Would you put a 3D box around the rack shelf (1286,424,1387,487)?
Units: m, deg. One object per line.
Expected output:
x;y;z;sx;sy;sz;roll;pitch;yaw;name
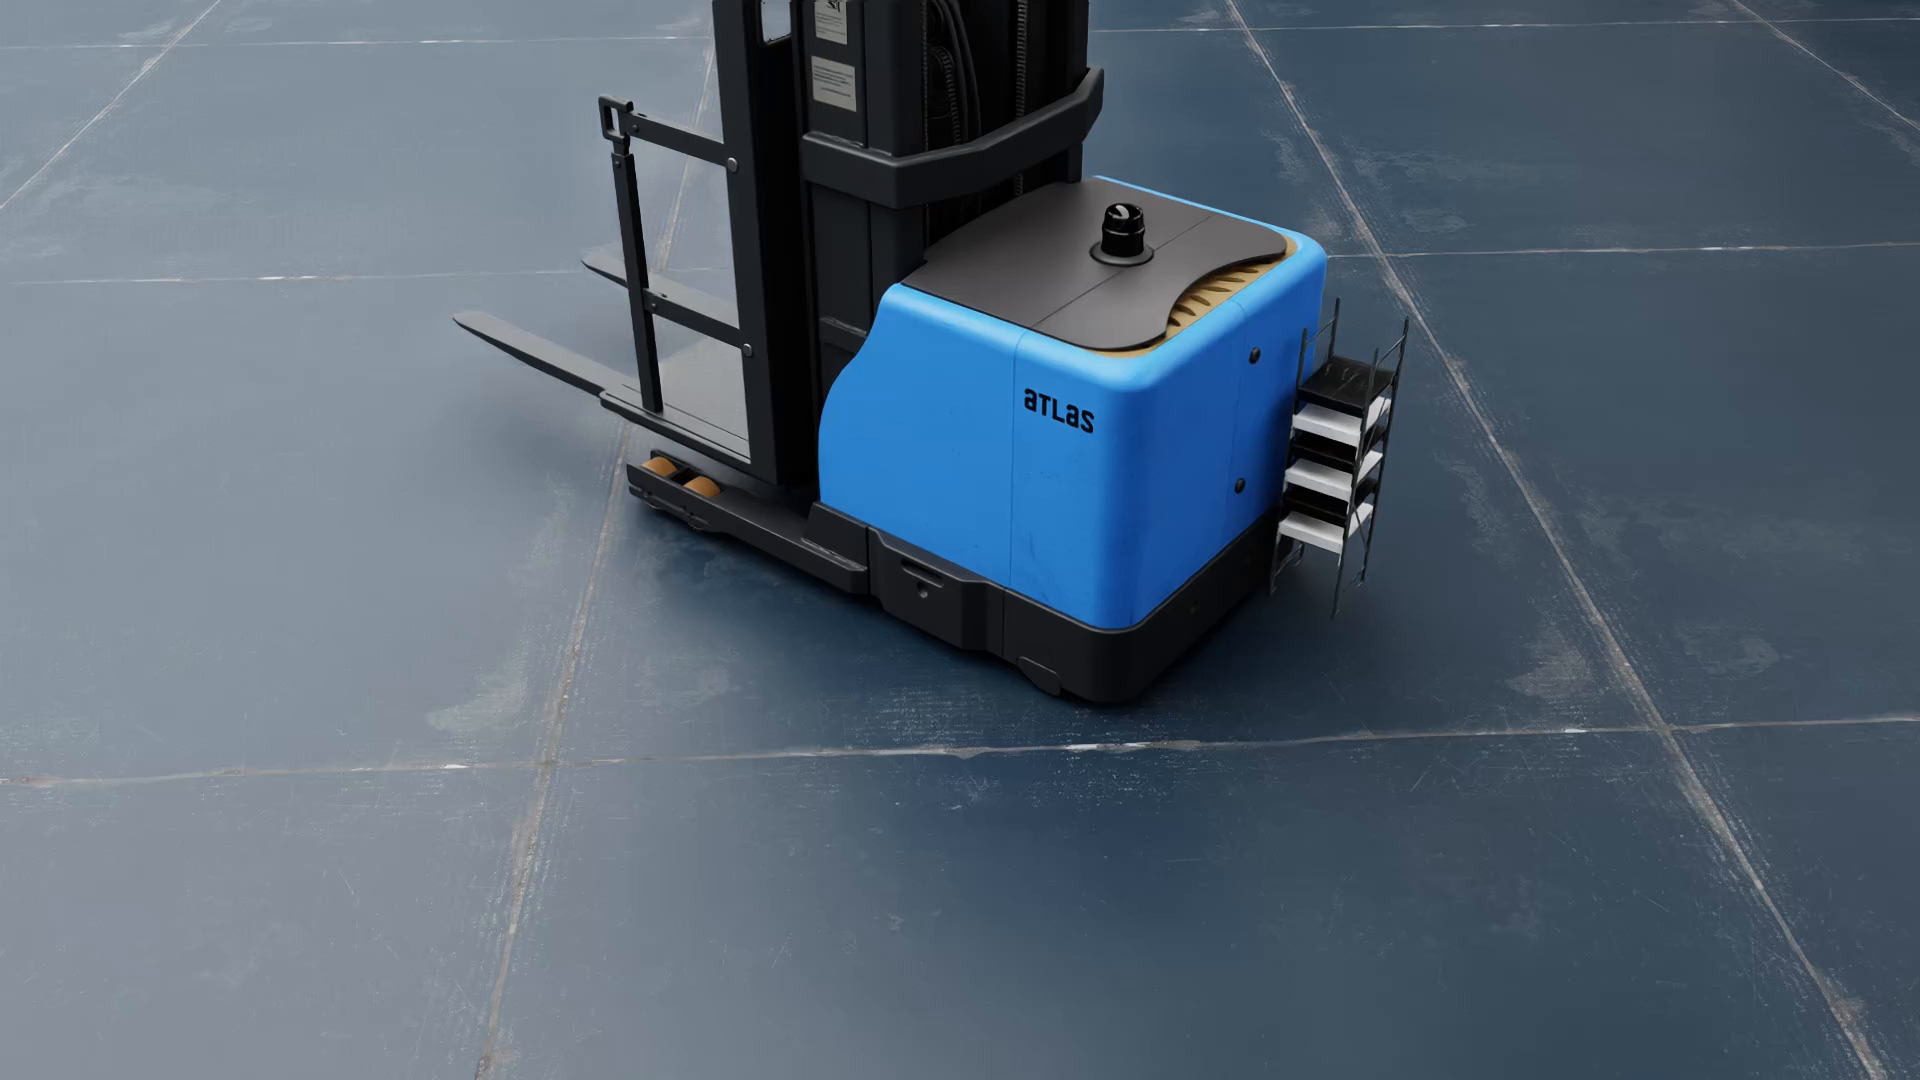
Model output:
1.080;-0.269;4.747;0.200;0.077;0.258;21;40;28;rack shelf

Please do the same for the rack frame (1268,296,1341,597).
0.996;-0.255;4.827;0.006;0.900;0.240;21;40;28;rack frame

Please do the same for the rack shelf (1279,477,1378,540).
1.080;-0.121;4.850;0.200;0.077;0.258;21;40;28;rack shelf

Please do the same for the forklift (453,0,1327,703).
-0.447;-1.448;4.767;3.031;2.935;1.130;24;41;31;forklift

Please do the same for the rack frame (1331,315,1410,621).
1.164;-0.189;4.733;0.006;0.900;0.240;21;40;28;rack frame

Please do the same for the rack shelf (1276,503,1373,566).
1.080;-0.047;4.901;0.200;0.077;0.258;21;40;28;rack shelf

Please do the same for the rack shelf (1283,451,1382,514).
1.080;-0.195;4.799;0.200;0.077;0.258;21;40;28;rack shelf

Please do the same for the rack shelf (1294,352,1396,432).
1.080;-0.417;4.645;0.200;0.077;0.258;21;40;28;rack shelf

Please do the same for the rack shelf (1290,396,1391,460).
1.080;-0.343;4.696;0.200;0.077;0.258;21;40;28;rack shelf

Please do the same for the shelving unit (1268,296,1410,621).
1.080;-0.222;4.780;0.210;0.900;0.258;21;40;28;shelving unit
